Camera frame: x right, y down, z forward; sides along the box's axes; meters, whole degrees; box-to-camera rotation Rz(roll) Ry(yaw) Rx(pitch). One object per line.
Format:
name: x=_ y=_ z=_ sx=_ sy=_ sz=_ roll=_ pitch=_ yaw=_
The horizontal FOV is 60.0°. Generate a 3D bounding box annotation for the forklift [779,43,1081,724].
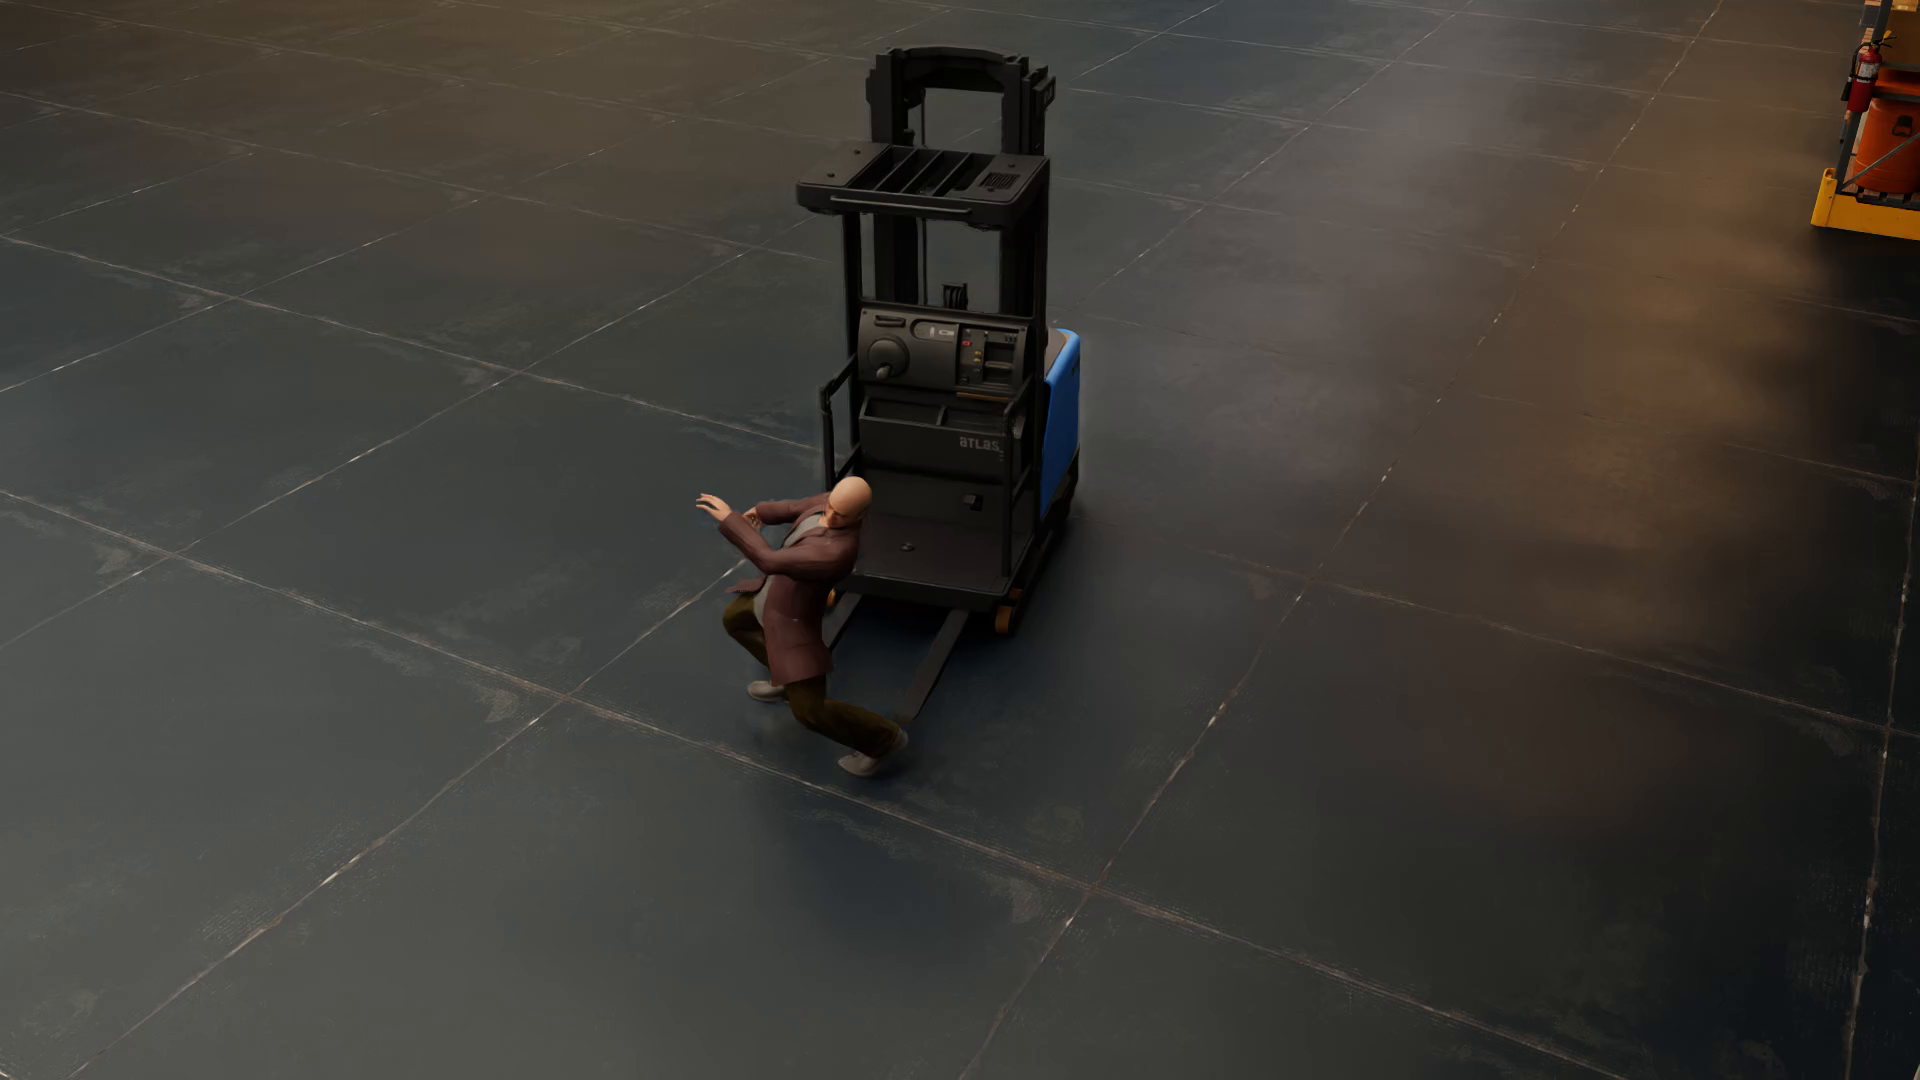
forklift: x=-0.154 y=-0.966 z=8.745 sx=1.130 sy=2.935 sz=3.031 roll=8 pitch=31 yaw=14

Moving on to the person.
person: x=-0.796 y=0.290 z=7.920 sx=0.869 sy=1.507 sz=1.035 roll=-10 pitch=32 yaw=-17
